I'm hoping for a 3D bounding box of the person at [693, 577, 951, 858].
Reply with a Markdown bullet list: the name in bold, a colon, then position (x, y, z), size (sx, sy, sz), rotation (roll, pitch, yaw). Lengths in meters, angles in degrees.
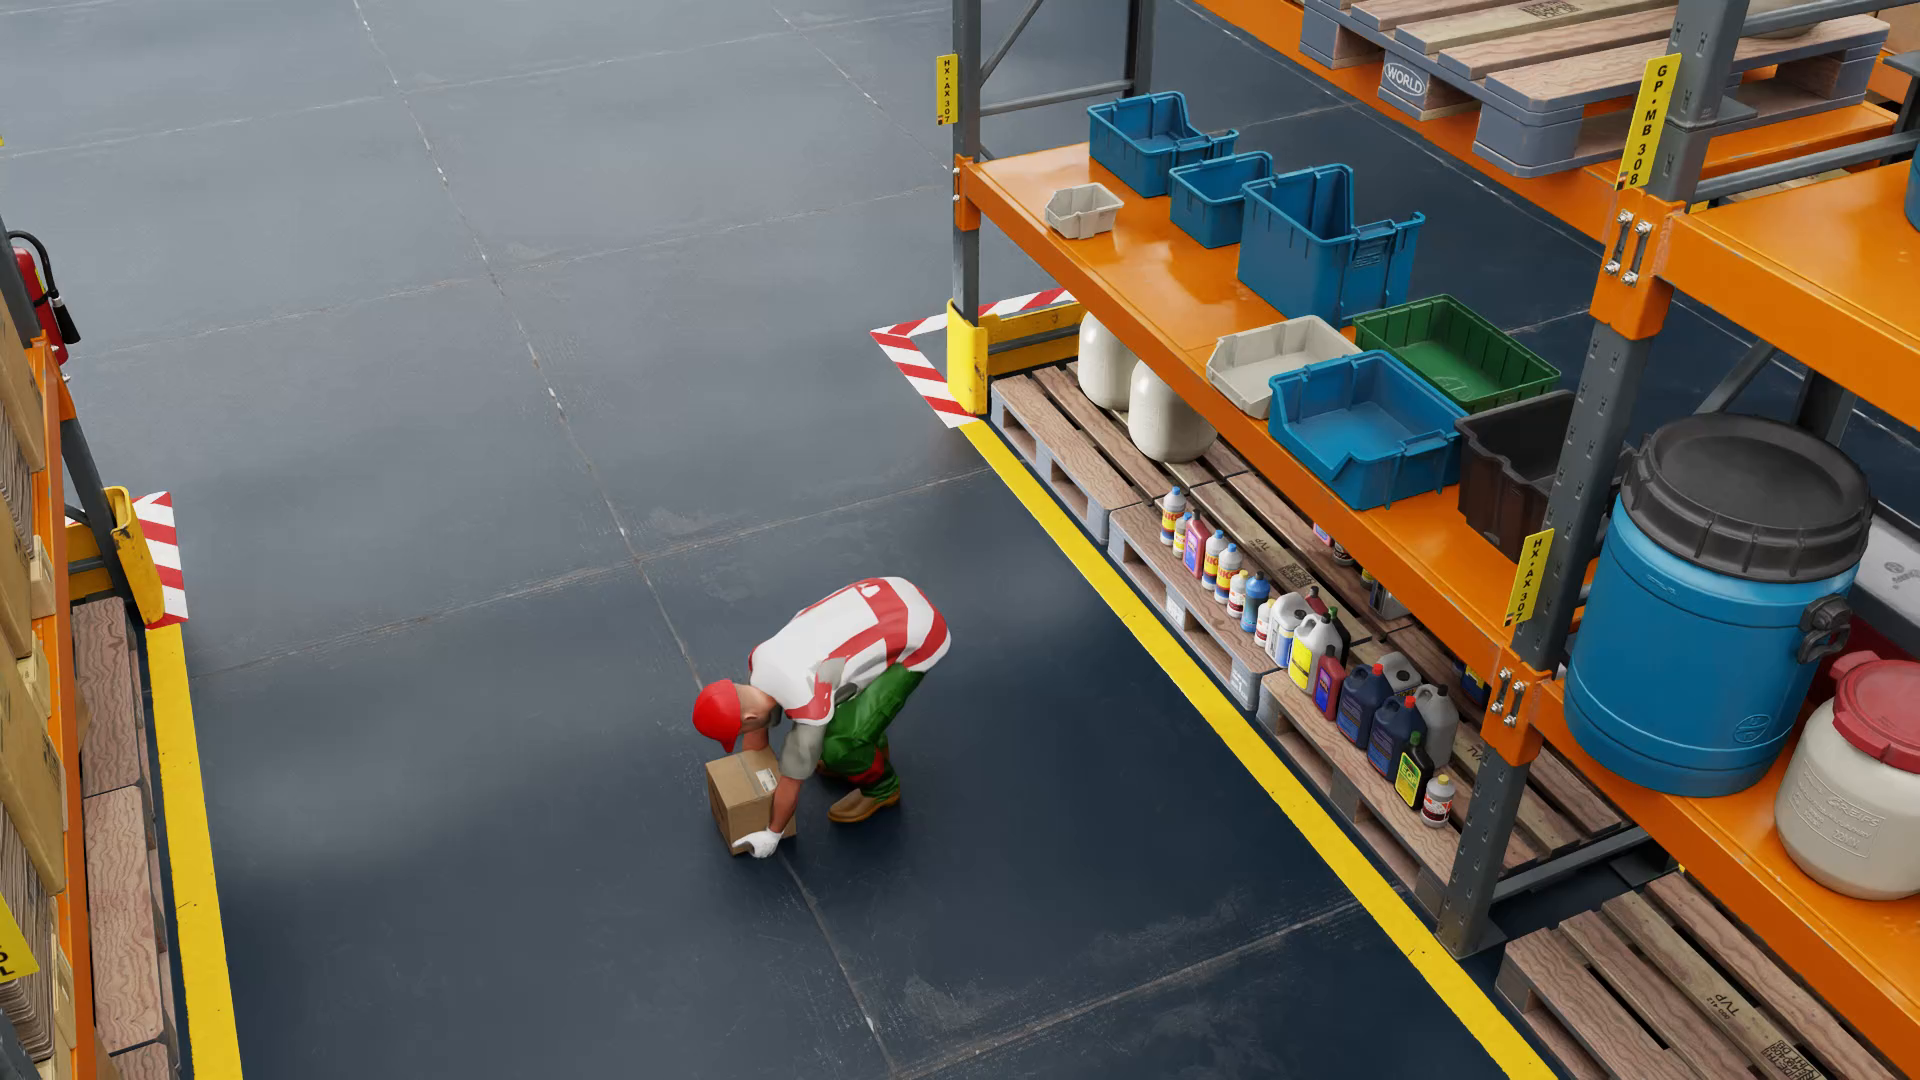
- **person**: position (-0.500, 0.630, 6.043), size (0.956, 0.915, 0.526), rotation (-17, 40, -22)
